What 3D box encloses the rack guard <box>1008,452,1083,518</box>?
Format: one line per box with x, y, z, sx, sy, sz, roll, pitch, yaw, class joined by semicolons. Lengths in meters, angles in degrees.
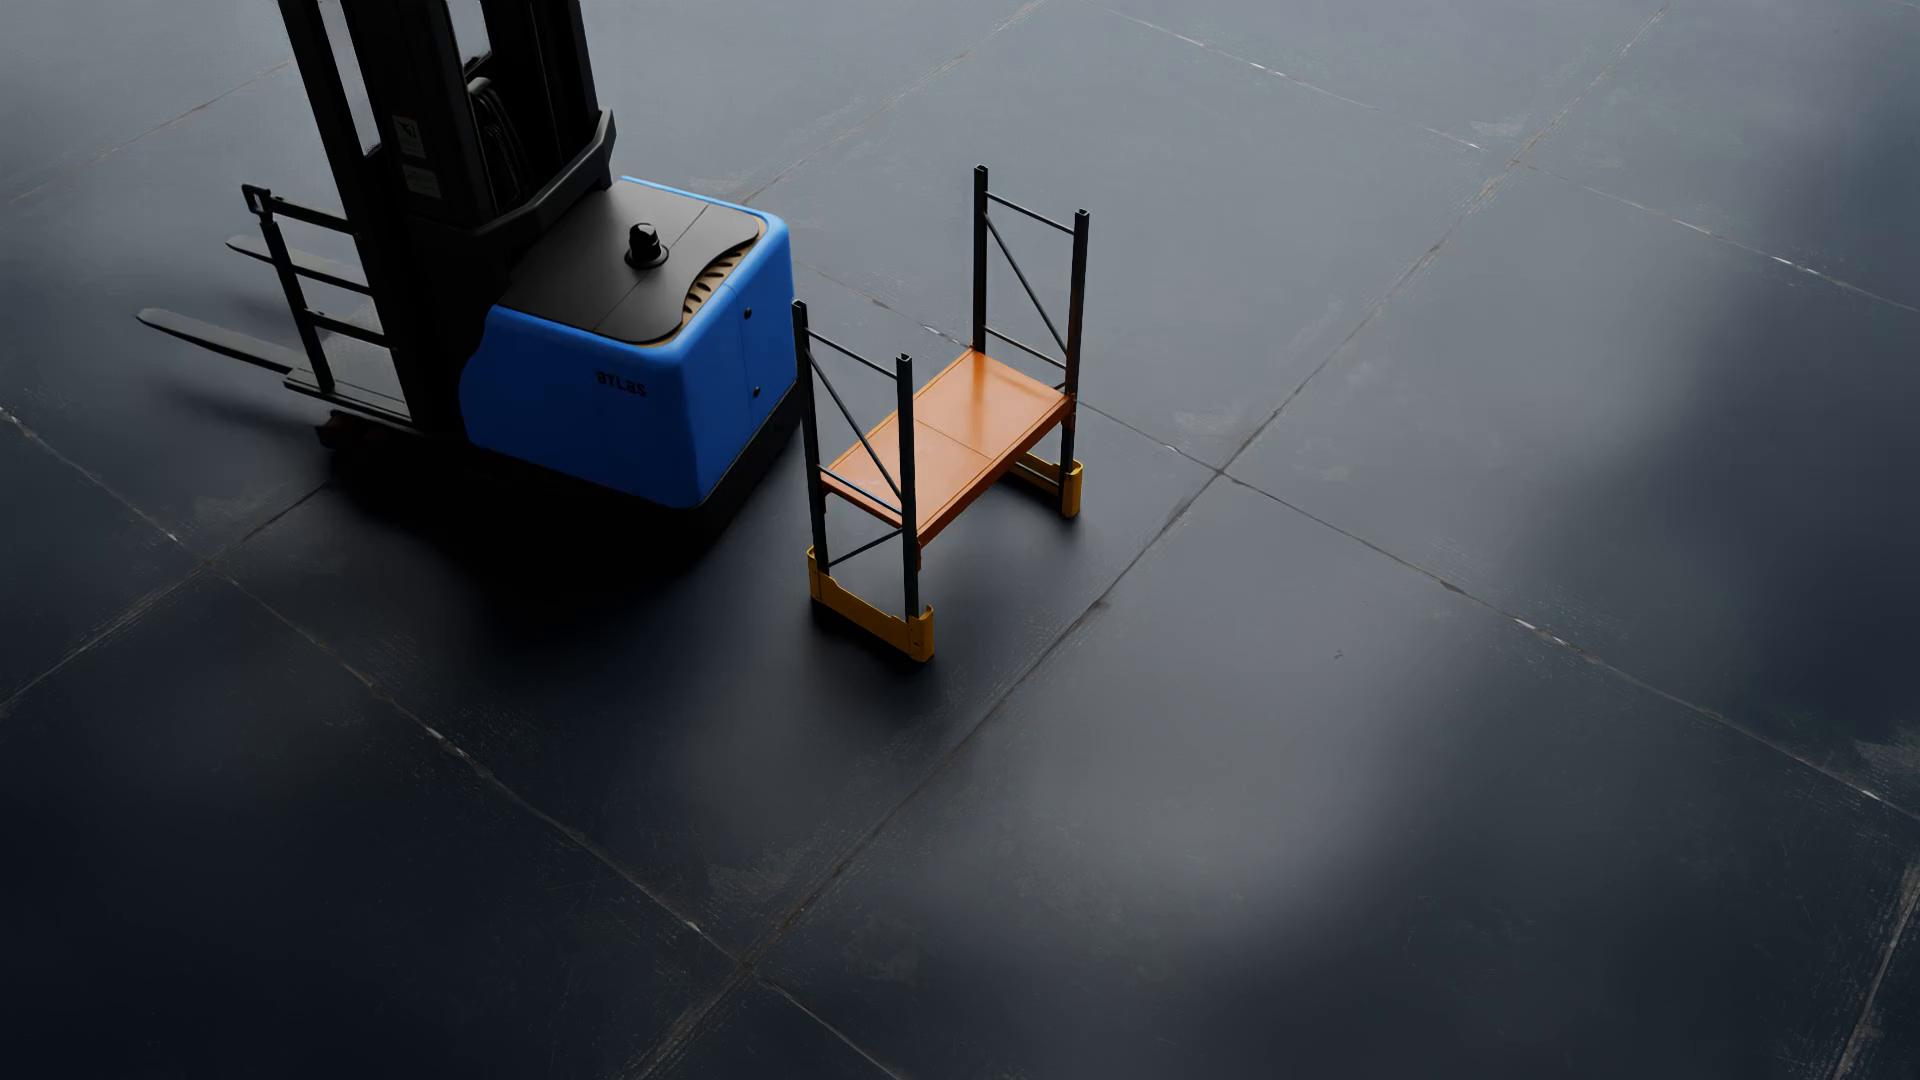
0.258;-0.328;7.055;0.587;0.250;0.087;29;53;25;rack guard

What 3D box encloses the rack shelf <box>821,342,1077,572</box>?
-0.052;-0.345;6.456;0.538;0.185;1.000;29;53;25;rack shelf

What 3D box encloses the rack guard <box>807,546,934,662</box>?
-0.351;0.242;6.510;0.587;0.250;0.087;29;53;25;rack guard

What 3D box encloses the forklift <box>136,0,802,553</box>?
-2.238;-1.667;6.480;3.031;2.935;1.130;17;49;16;forklift

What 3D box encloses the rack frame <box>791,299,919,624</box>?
-0.363;-0.178;6.048;0.500;1.500;0.032;29;53;25;rack frame

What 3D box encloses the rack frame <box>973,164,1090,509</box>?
0.259;-0.760;6.604;0.500;1.500;0.032;29;53;25;rack frame

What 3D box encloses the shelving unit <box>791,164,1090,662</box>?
-0.047;-0.474;6.331;0.587;1.500;1.083;29;53;25;shelving unit
